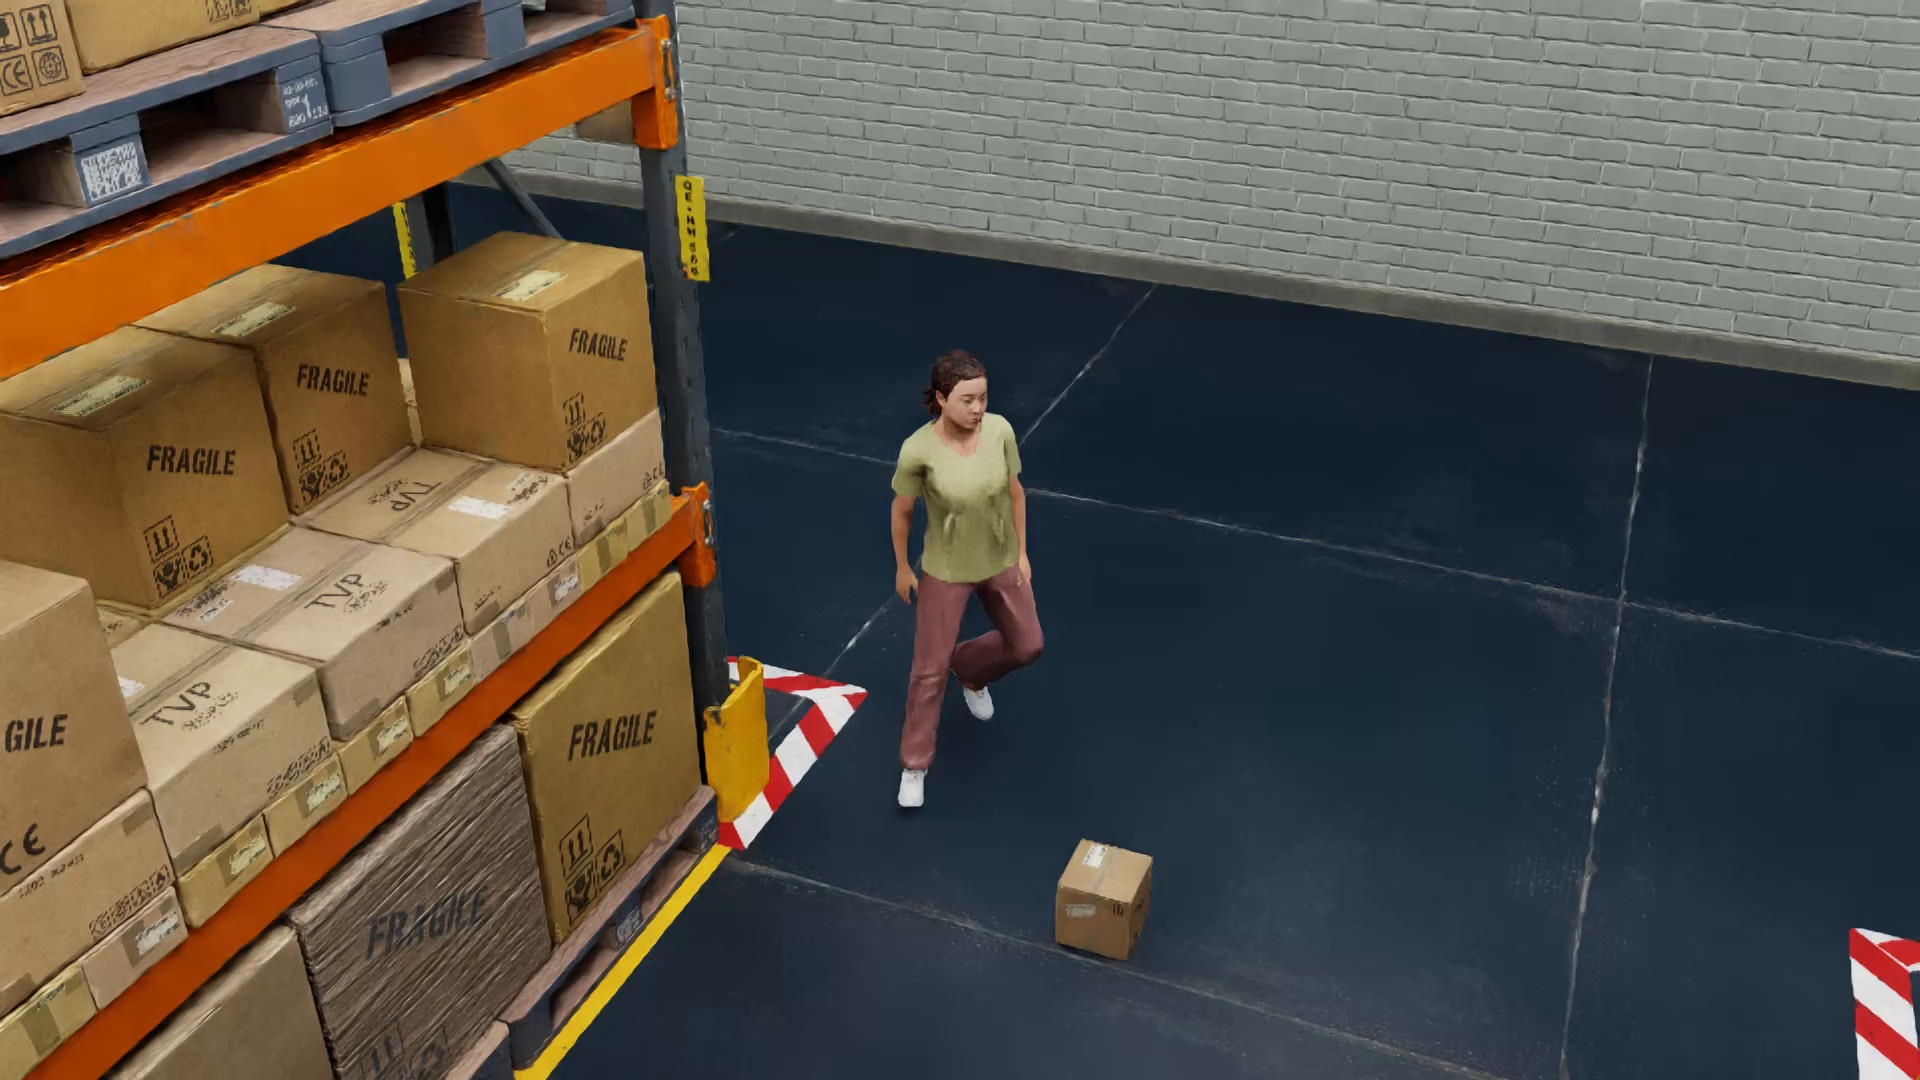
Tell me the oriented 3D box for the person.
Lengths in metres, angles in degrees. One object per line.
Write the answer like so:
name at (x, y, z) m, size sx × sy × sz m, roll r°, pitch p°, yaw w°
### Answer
person at (-0.032, 0.086, 5.947) m, size 0.600 × 1.665 × 0.589 m, roll -11°, pitch 32°, yaw -19°
